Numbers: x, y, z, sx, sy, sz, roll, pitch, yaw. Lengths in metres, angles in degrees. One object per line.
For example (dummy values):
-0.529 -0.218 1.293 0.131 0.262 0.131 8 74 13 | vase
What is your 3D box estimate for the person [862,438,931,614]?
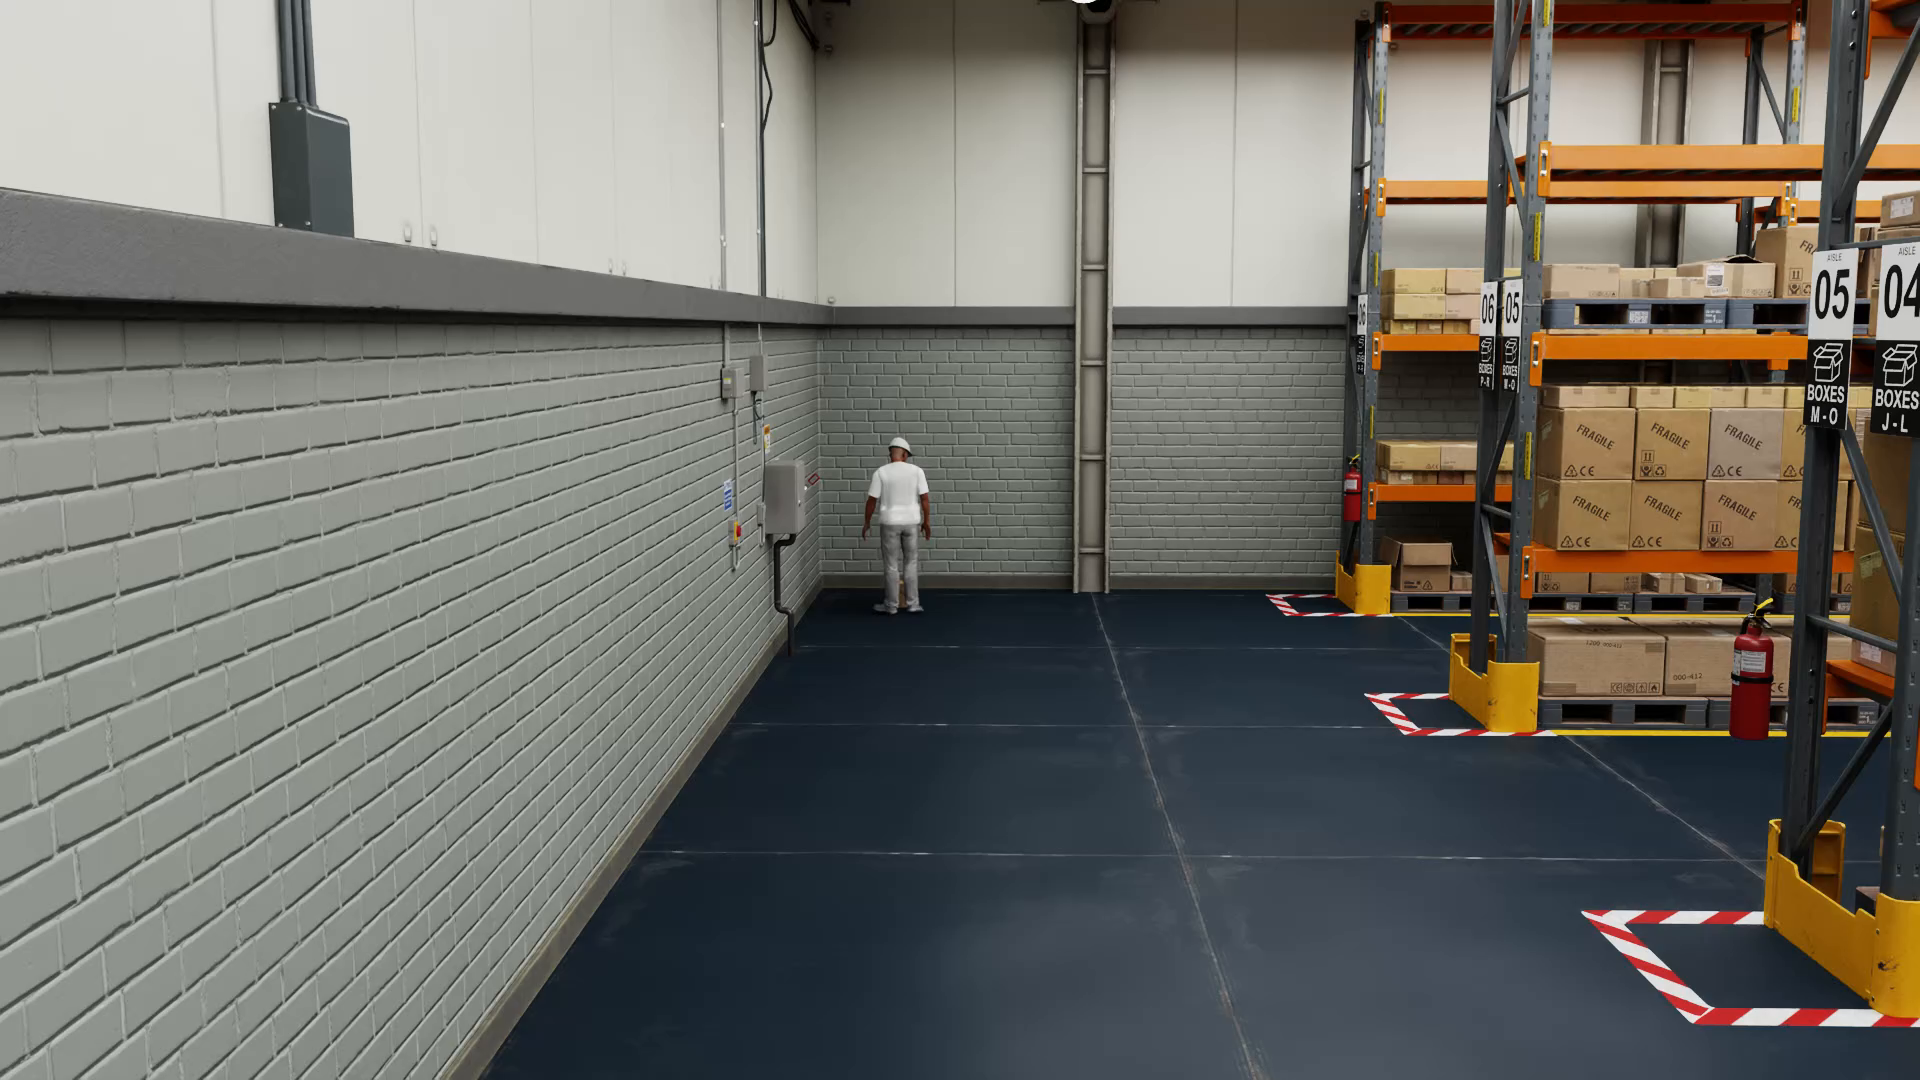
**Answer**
-0.637 -0.138 16.727 0.675 1.778 0.377 -2 7 -14 | person
